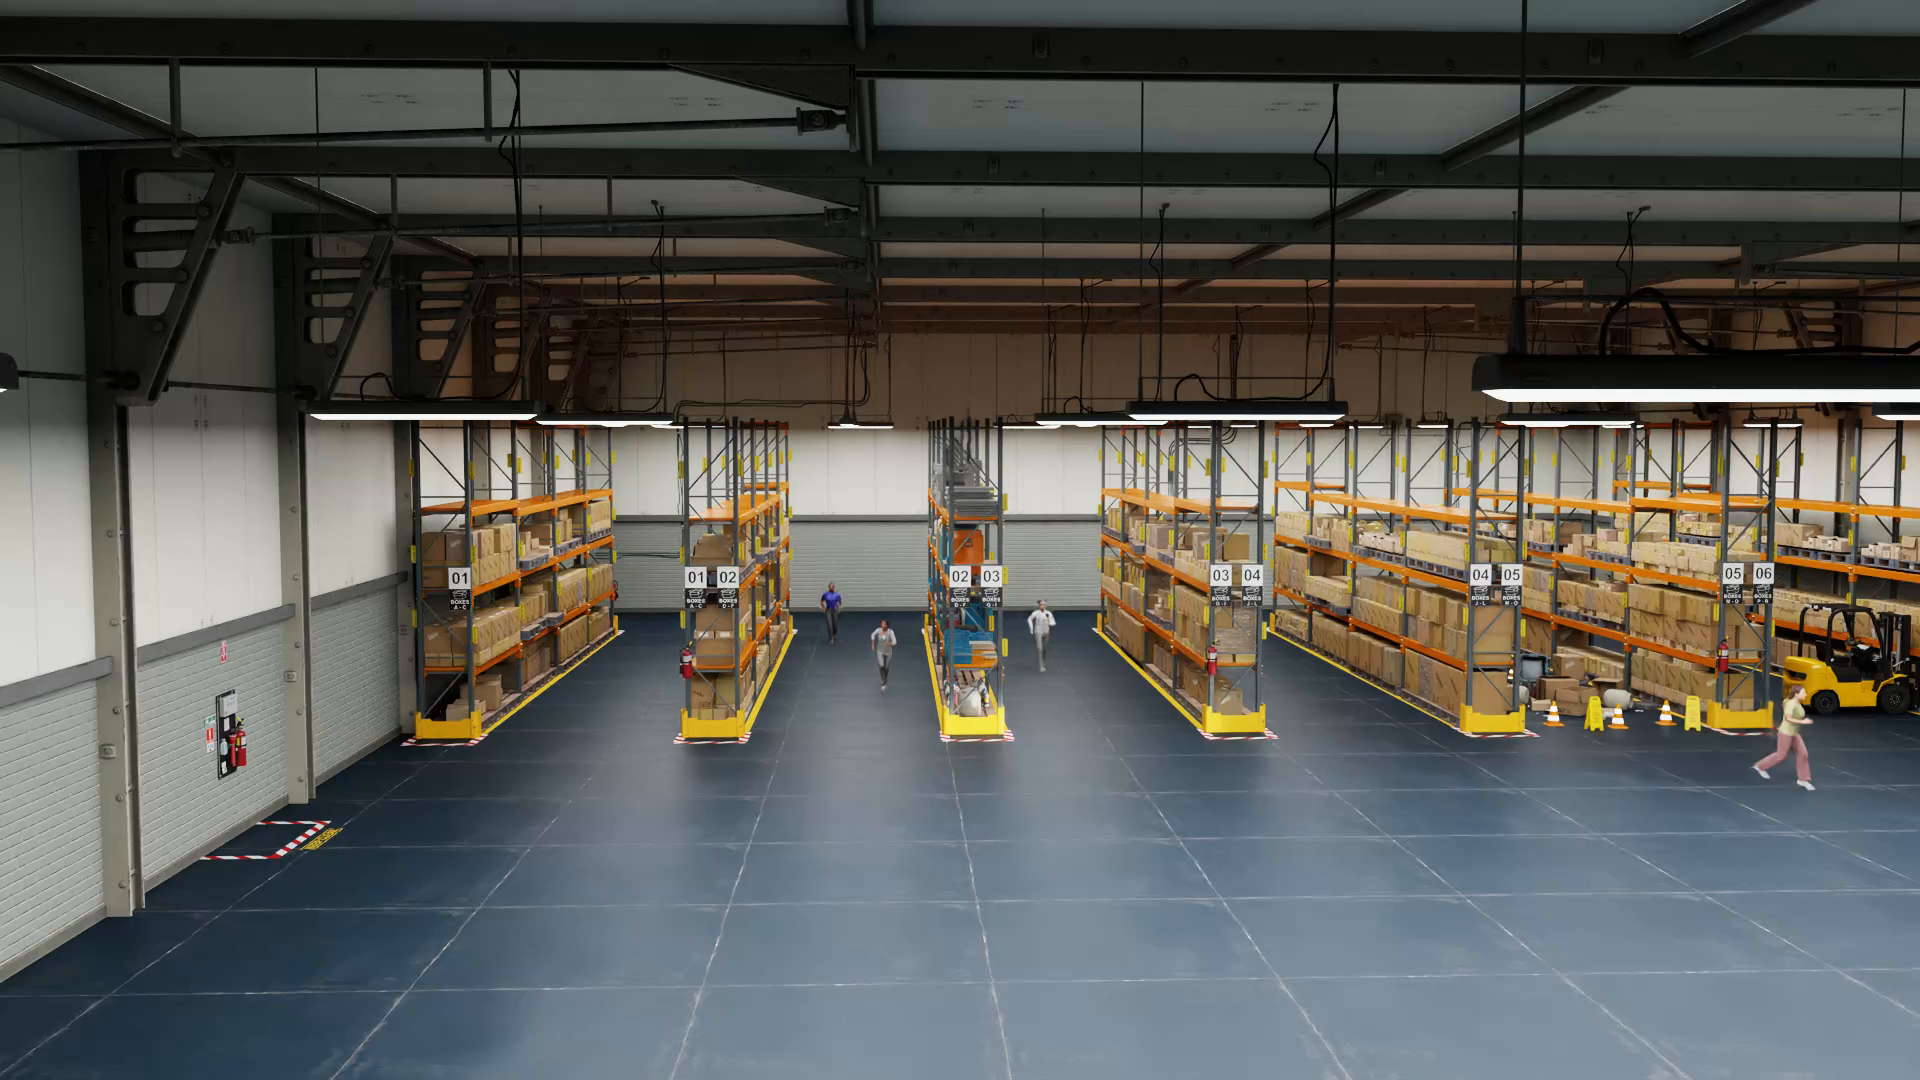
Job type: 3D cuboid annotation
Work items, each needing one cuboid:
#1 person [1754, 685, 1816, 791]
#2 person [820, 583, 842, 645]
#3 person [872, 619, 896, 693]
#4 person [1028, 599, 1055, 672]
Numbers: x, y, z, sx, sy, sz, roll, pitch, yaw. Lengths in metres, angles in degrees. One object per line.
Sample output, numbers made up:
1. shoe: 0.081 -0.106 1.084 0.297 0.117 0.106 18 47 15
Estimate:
1. person: 13.320 3.159 26.811 0.956 1.694 0.605 3 5 42
2. person: -3.478 1.979 44.938 0.585 1.650 0.727 0 4 -6
3. person: -1.673 2.540 36.685 0.555 1.606 0.789 0 4 0
4. person: 1.970 2.261 39.808 0.604 1.700 0.896 -1 4 -12
